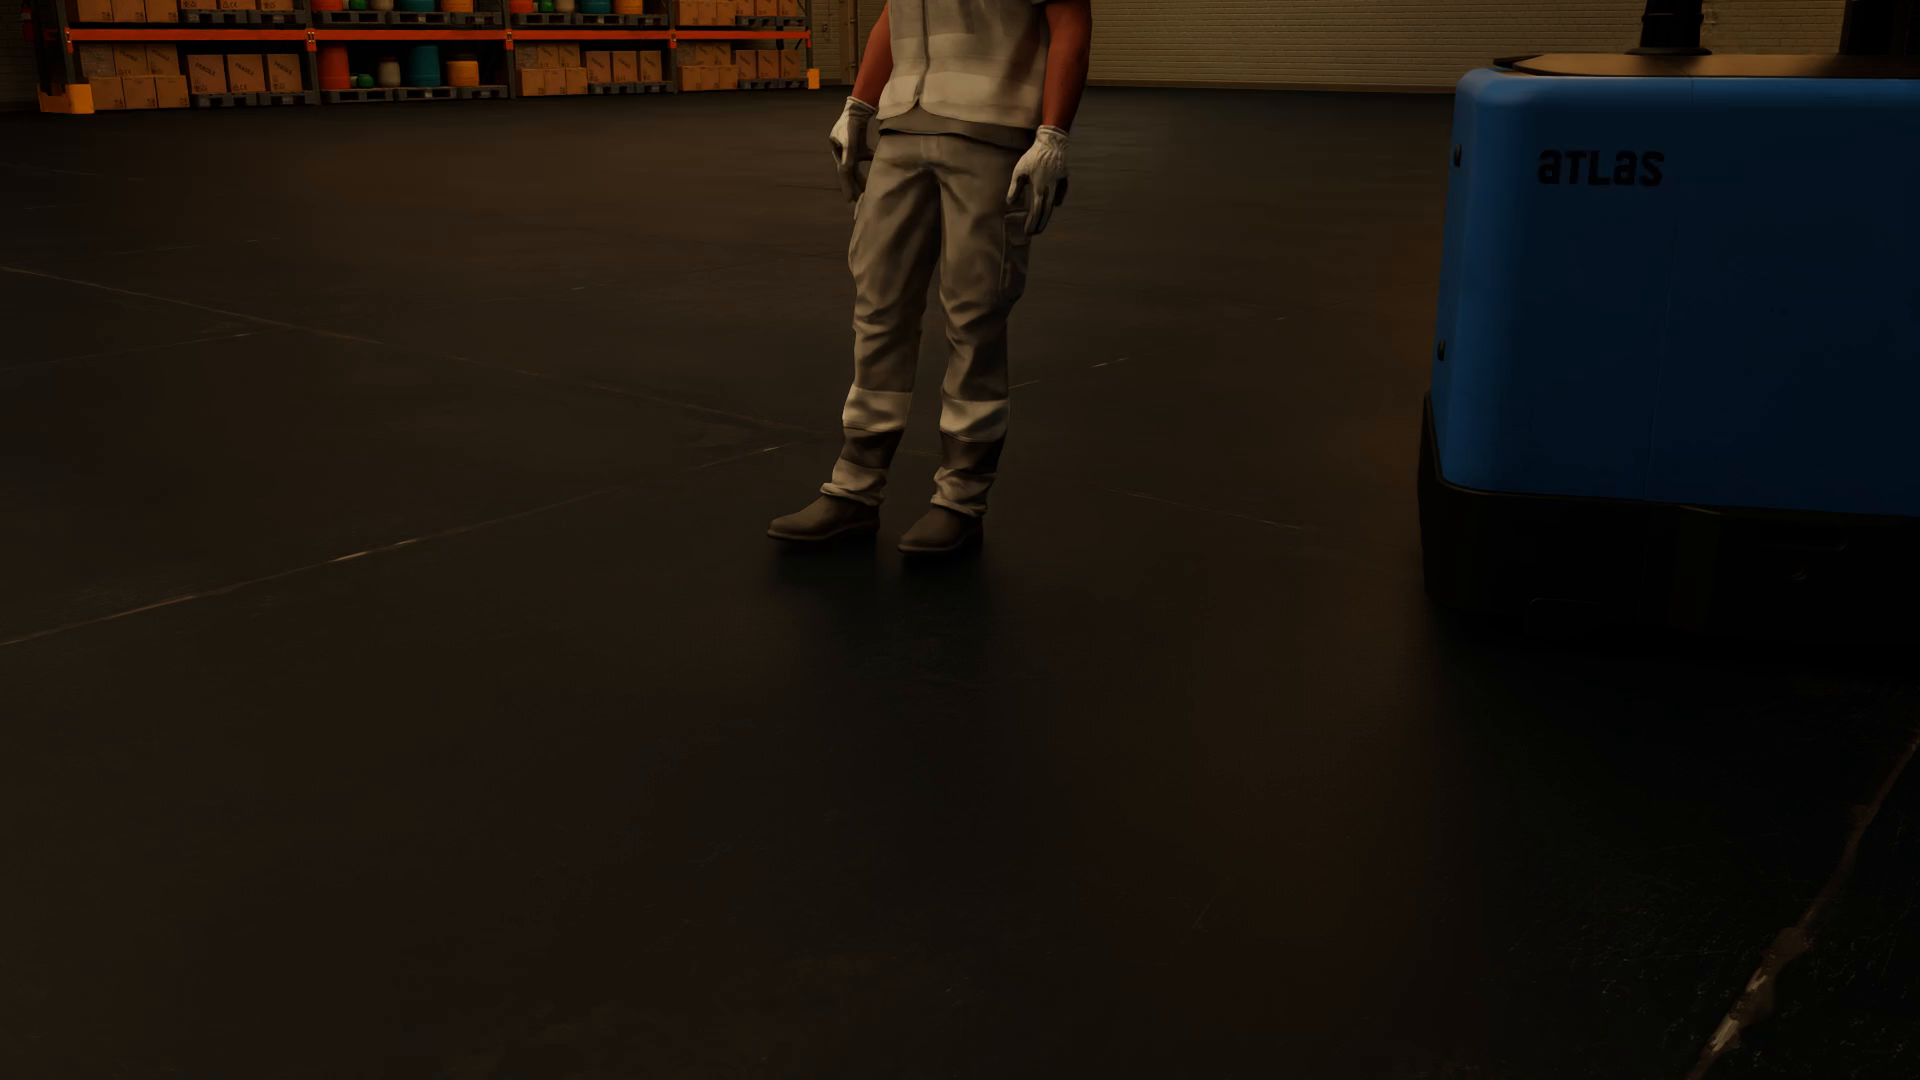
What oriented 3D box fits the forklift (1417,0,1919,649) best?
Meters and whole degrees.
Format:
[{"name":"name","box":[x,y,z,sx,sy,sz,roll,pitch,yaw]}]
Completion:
[{"name":"forklift","box":[2.510,-1.243,2.991,3.031,2.935,1.130,4,17,13]}]

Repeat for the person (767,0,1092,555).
[{"name":"person","box":[-0.060,-0.846,3.627,0.638,1.790,0.561,13,21,37]}]
